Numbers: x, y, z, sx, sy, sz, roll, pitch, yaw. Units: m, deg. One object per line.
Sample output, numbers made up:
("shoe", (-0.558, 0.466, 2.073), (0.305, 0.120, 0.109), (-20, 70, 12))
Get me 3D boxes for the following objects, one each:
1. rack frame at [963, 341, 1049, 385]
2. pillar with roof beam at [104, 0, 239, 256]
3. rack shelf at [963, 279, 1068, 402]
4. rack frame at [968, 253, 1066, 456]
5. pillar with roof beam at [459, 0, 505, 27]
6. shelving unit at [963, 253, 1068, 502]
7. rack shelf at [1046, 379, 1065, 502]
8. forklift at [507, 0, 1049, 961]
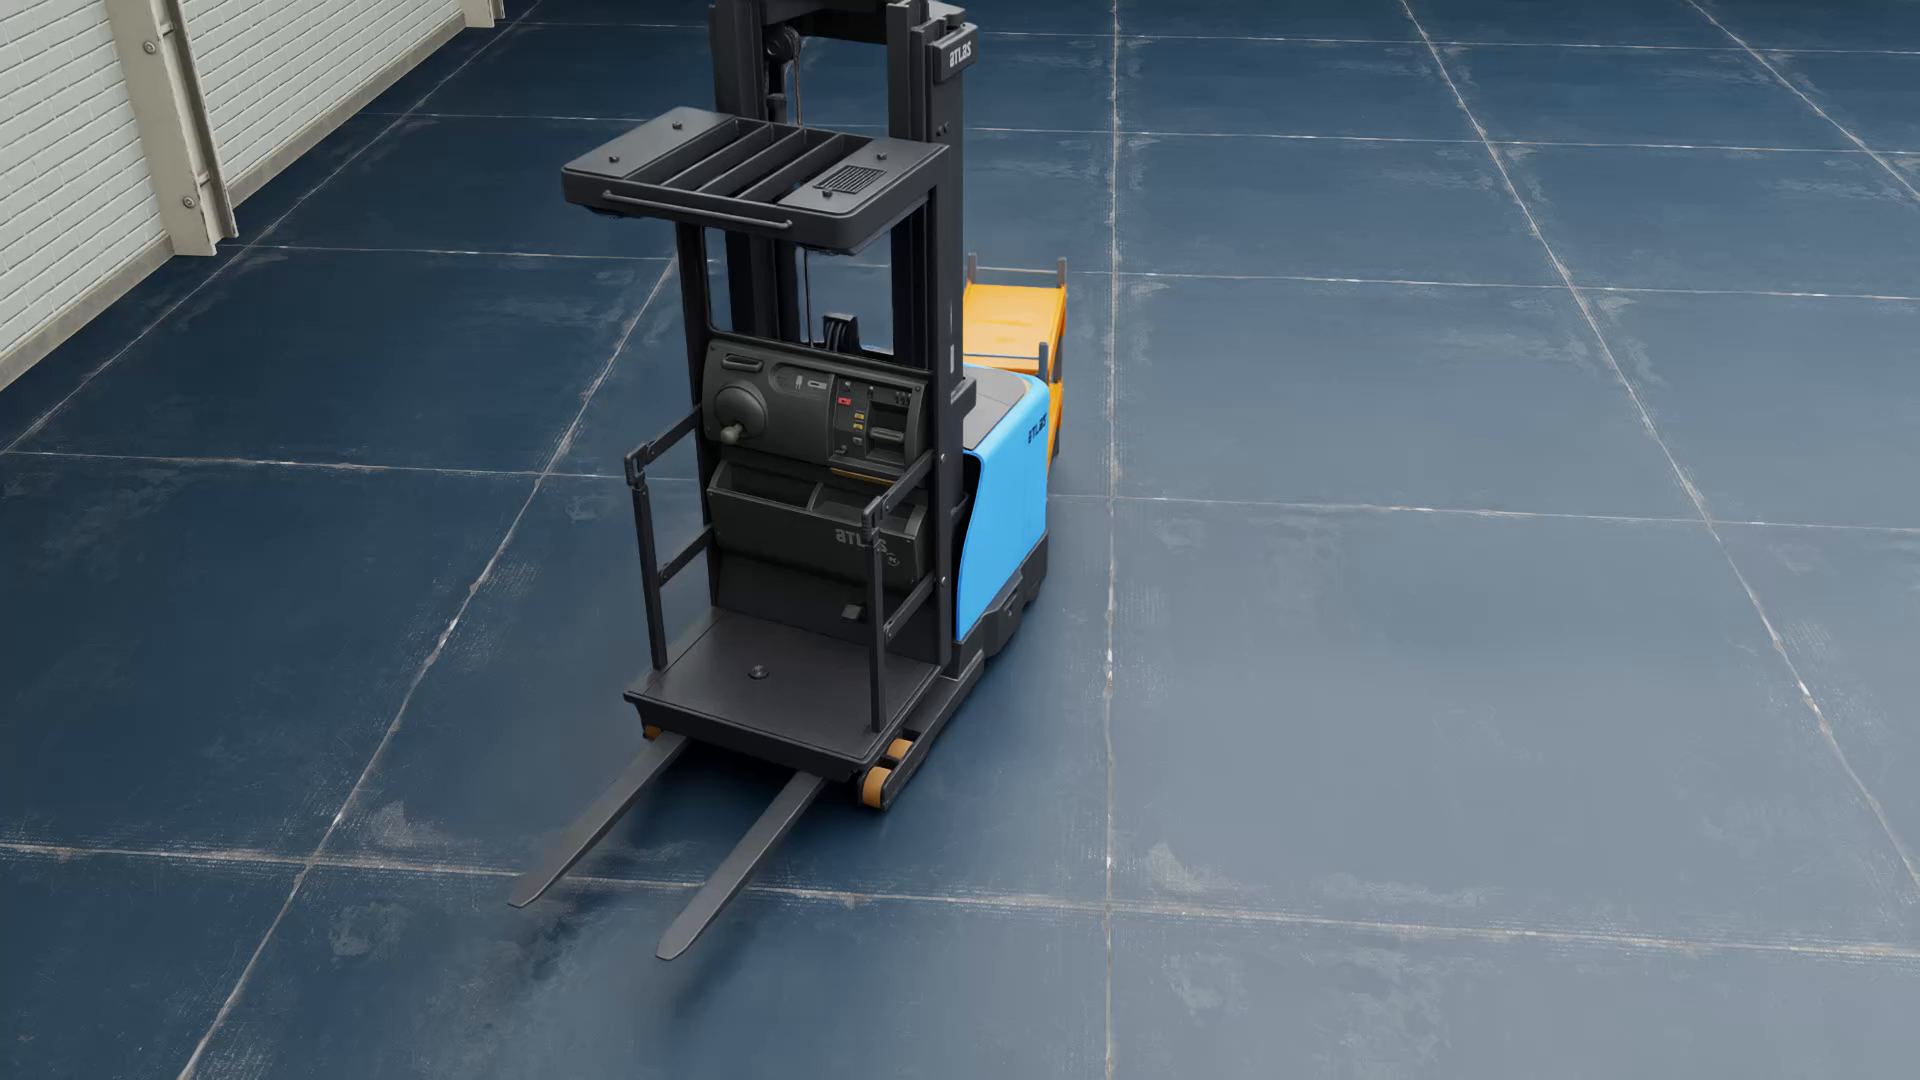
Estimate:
("rack frame", (0.154, -0.432, 7.879), (0.500, 1.125, 0.032), (4, 32, 6))
("pillar with roof beam", (-0.973, -5.708, 8.935), (9.100, 9.000, 0.400), (2, 32, 4))
("rack shelf", (0.222, -0.946, 8.154), (0.538, 0.278, 1.000), (4, 32, 6))
("rack frame", (0.290, -0.961, 8.737), (0.500, 1.125, 0.032), (4, 32, 6))
("pillar with roof beam", (-0.485, -8.845, 14.026), (9.100, 9.000, 0.400), (2, 32, 4))
("shelving unit", (0.222, -0.696, 8.308), (0.538, 1.125, 1.048), (4, 32, 6))
("rack shelf", (0.222, -0.488, 8.436), (0.538, 0.278, 1.000), (4, 32, 6))
("forklift", (-0.654, -0.450, 6.186), (1.130, 2.935, 3.031), (13, 34, 20))
